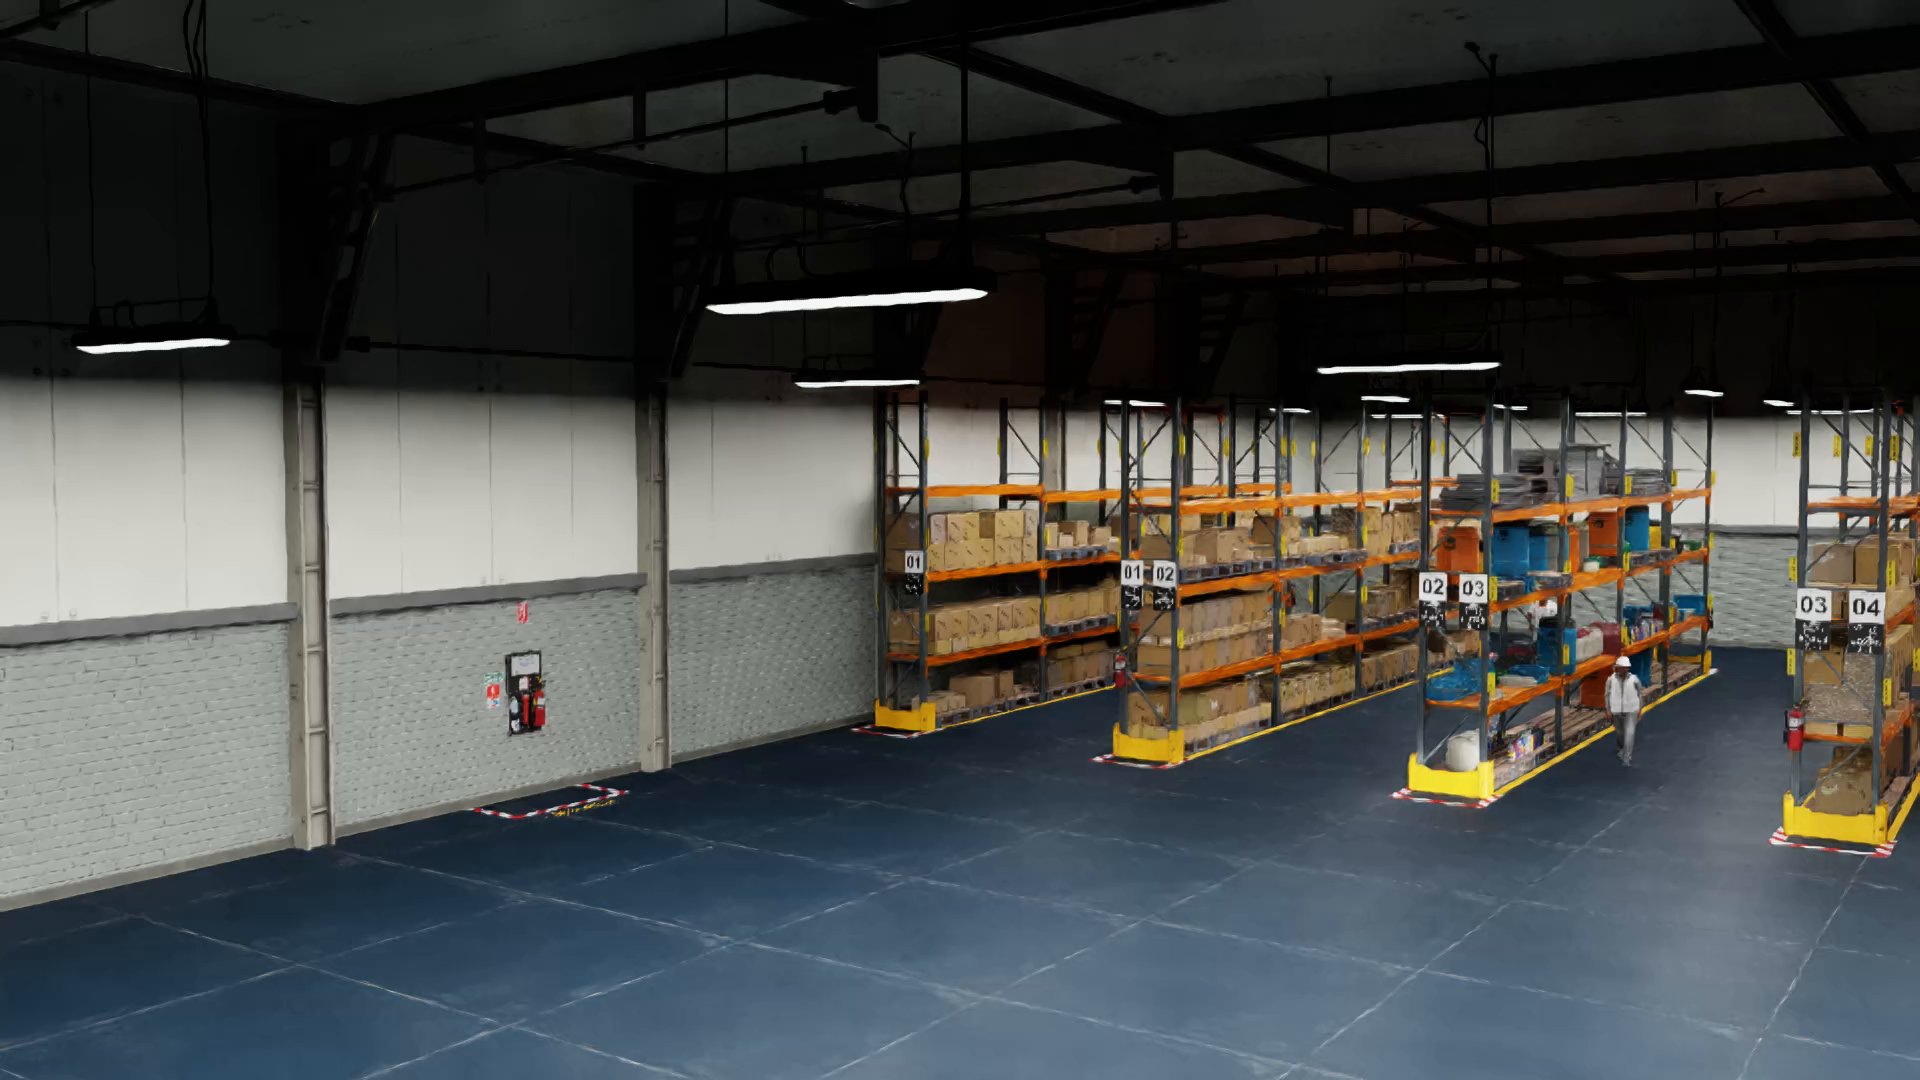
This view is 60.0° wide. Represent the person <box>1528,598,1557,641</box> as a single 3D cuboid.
[{"bbox_3d":[13.534,2.013,38.592,0.719,1.714,0.578,2,4,33],"label":"person"}]

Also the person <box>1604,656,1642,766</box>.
[{"bbox_3d":[10.491,2.670,26.343,0.546,1.690,1.104,2,4,33],"label":"person"}]
